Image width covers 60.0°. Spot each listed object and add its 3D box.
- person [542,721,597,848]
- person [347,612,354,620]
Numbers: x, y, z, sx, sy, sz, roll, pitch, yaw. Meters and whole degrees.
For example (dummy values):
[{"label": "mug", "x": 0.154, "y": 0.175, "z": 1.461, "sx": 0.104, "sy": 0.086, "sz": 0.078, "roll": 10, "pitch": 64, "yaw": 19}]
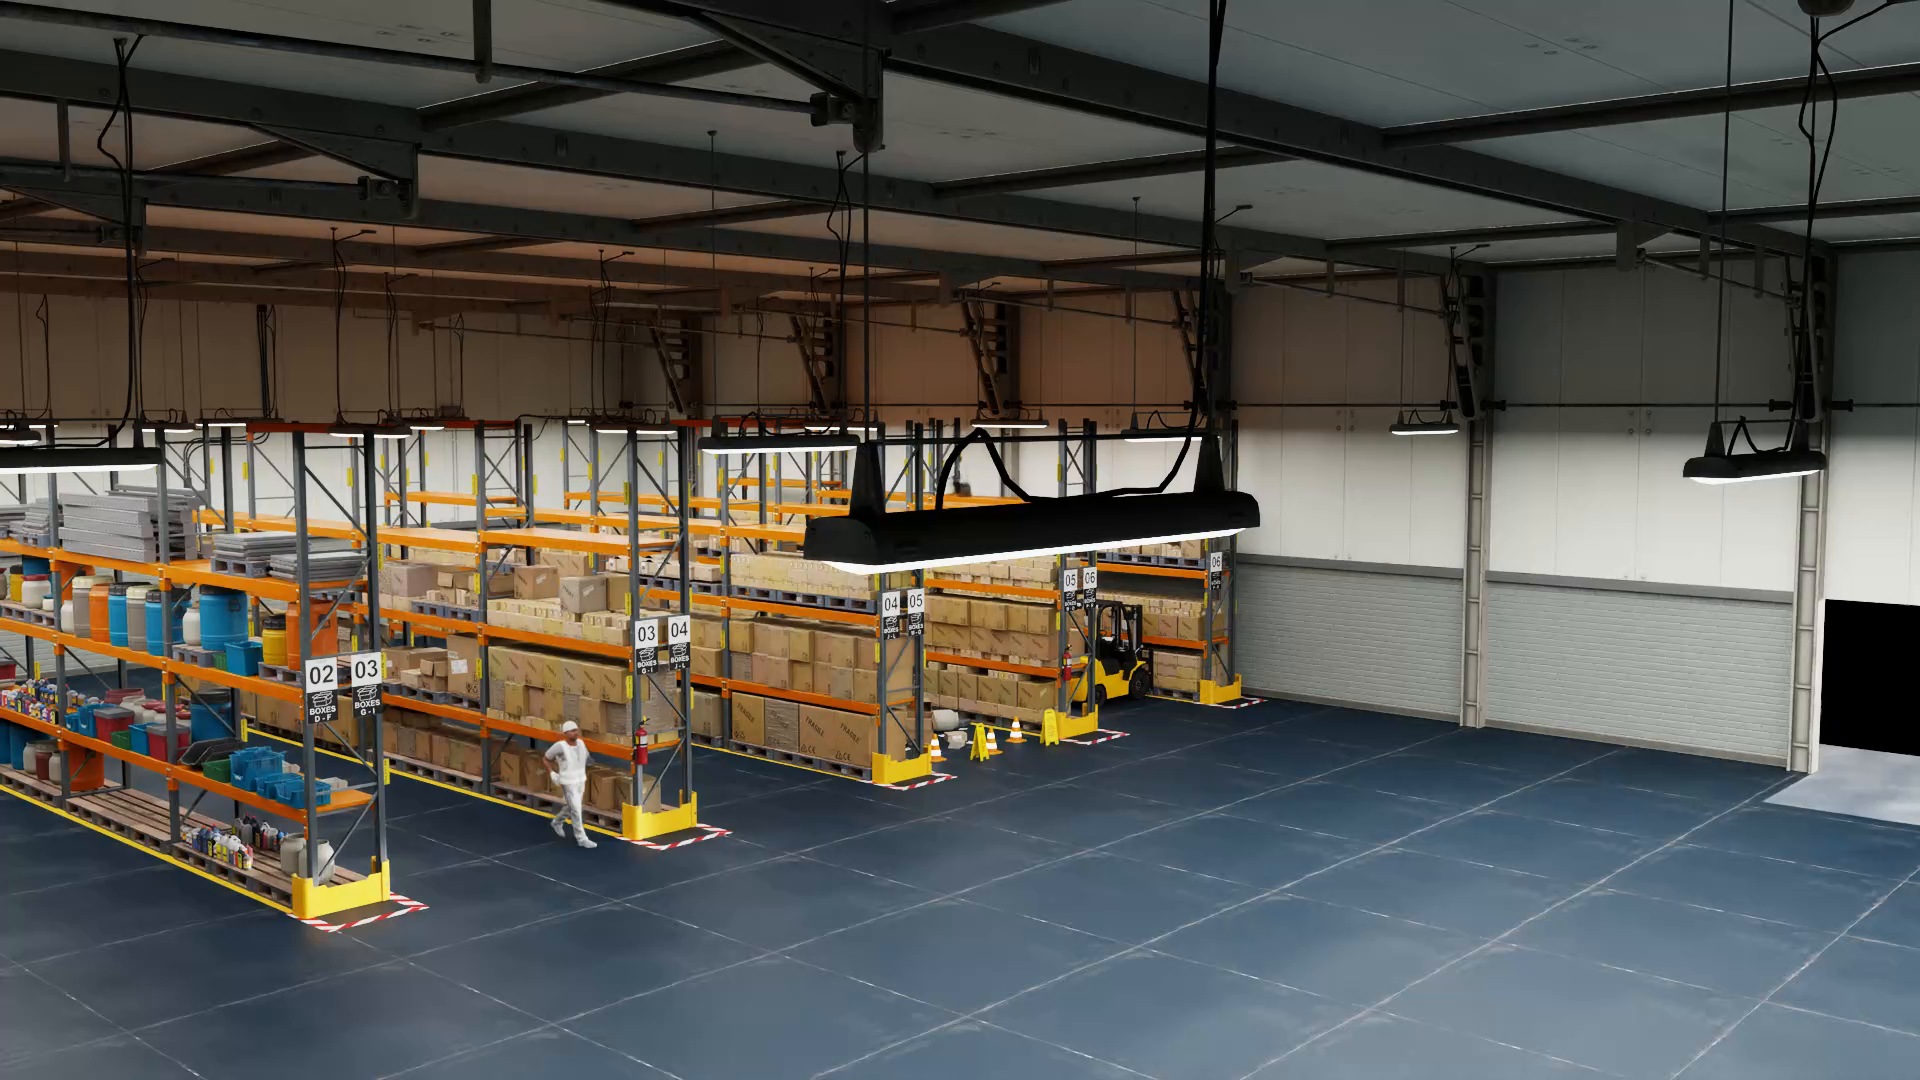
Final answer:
[{"label": "person", "x": -5.547, "y": 3.462, "z": 23.779, "sx": 1.005, "sy": 1.759, "sz": 0.690, "roll": 3, "pitch": 5, "yaw": 31}, {"label": "person", "x": -14.057, "y": 2.371, "z": 38.575, "sx": 0.606, "sy": 1.652, "sz": 0.647, "roll": 0, "pitch": 5, "yaw": 1}]
